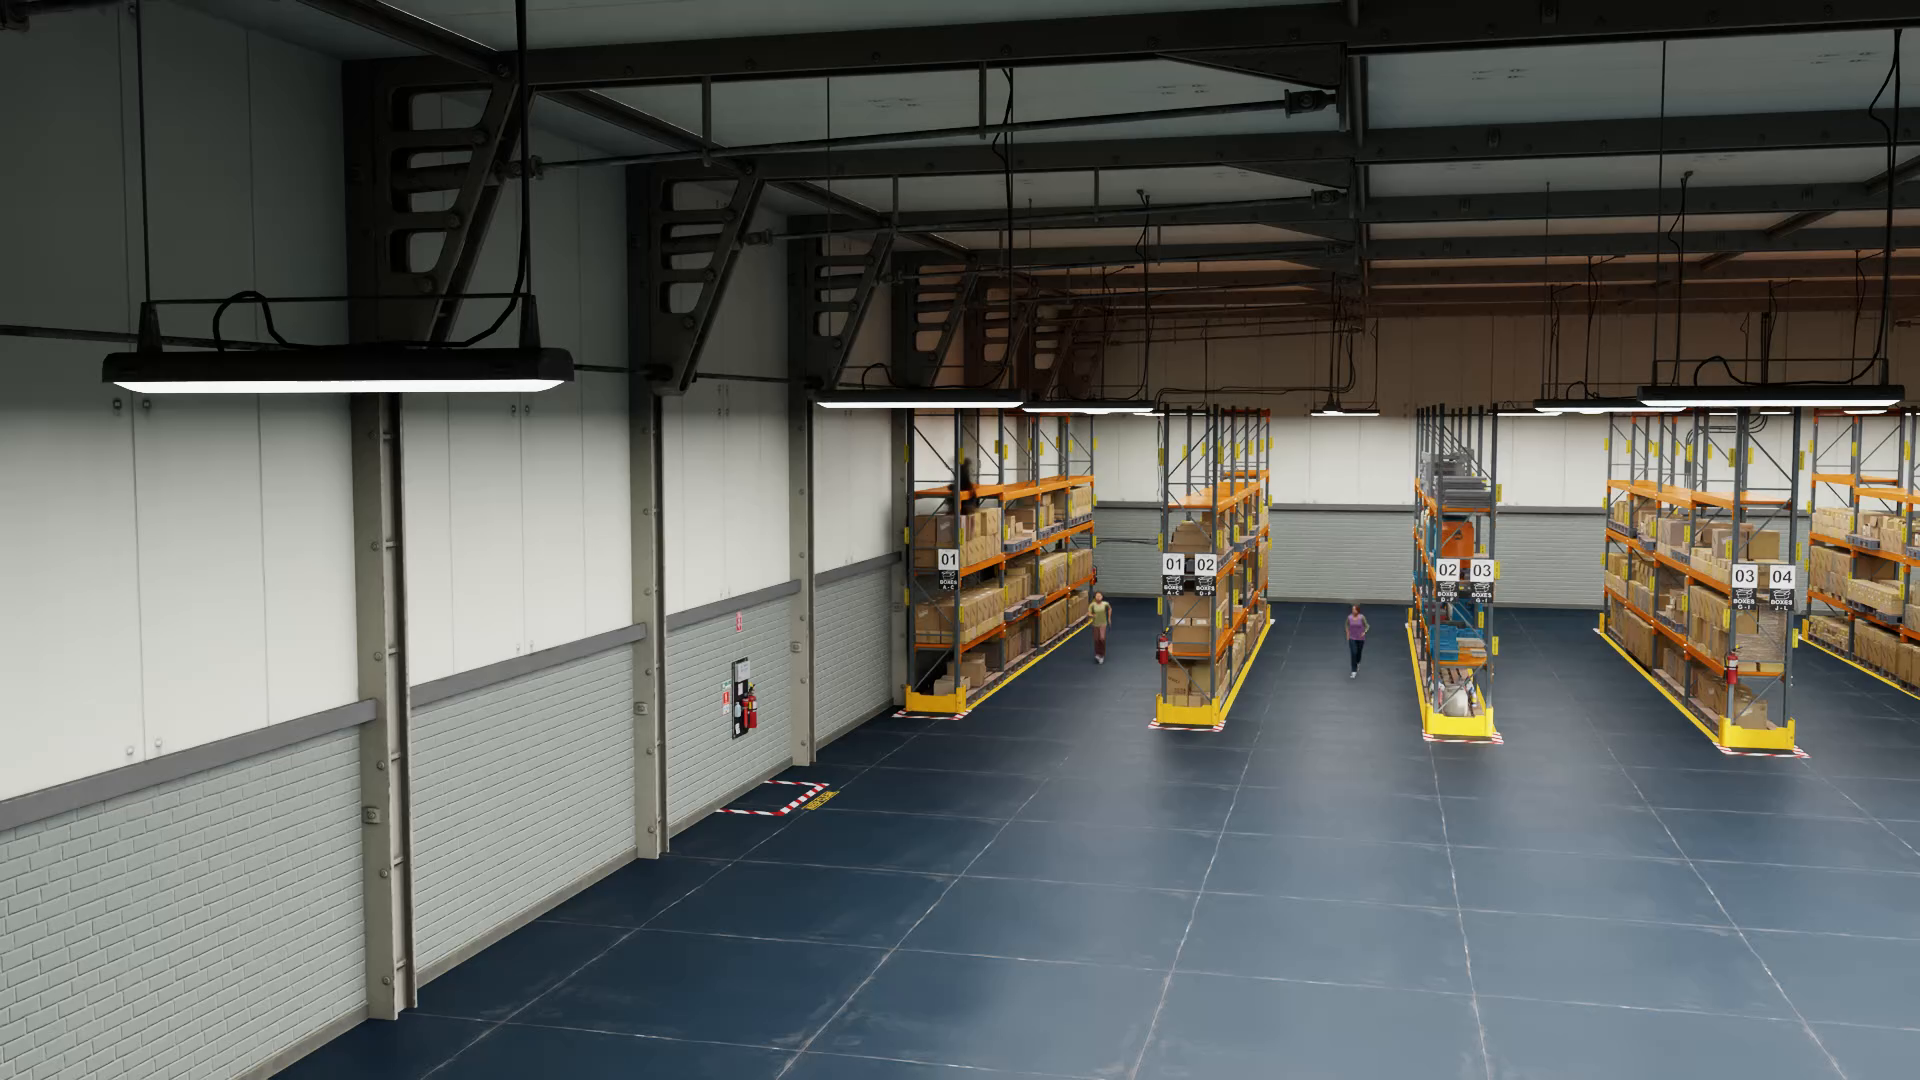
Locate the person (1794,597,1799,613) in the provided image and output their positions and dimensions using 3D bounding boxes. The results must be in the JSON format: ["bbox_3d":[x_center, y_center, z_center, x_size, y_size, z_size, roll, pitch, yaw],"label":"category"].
[{"bbox_3d":[20.436,1.914,41.269,0.711,1.555,1.174,3,5,32],"label":"person"}]

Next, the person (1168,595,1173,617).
[{"bbox_3d":[5.808,1.750,44.978,0.565,1.378,0.954,0,4,6],"label":"person"}]

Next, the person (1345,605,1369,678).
[{"bbox_3d":[8.857,2.230,37.119,0.535,1.606,0.733,1,4,15],"label":"person"}]

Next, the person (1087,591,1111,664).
[{"bbox_3d":[3.269,2.022,39.077,0.546,1.666,0.803,1,4,8],"label":"person"}]
